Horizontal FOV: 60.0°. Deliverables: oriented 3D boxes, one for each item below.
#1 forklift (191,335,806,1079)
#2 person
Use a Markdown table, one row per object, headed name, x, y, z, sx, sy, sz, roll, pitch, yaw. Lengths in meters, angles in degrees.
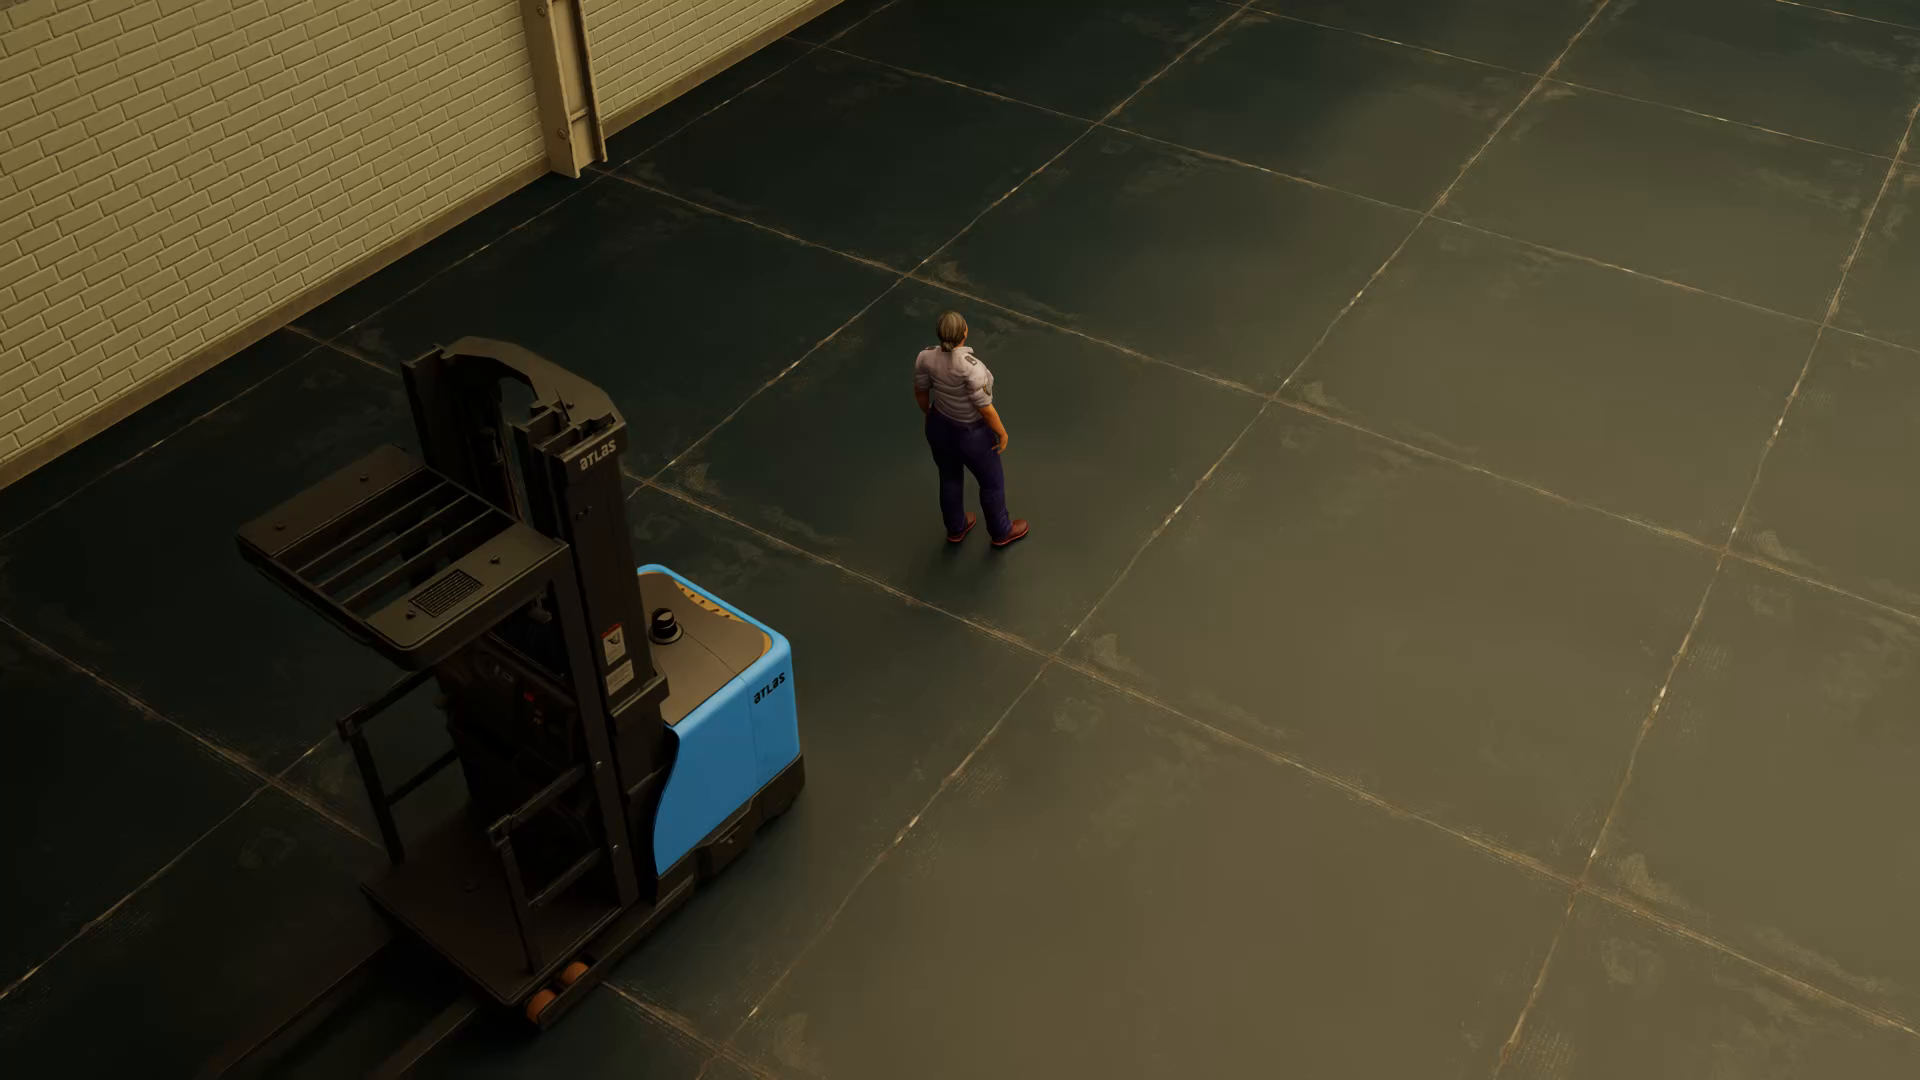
| name | x | y | z | sx | sy | sz | roll | pitch | yaw |
| --- | --- | --- | --- | --- | --- | --- | --- | --- | --- |
| forklift | -2.110 | 0.738 | 7.096 | 1.130 | 2.935 | 3.031 | 27 | 47 | 28 |
| person | 0.067 | -0.675 | 9.745 | 0.599 | 1.650 | 0.503 | 22 | 45 | 24 |
